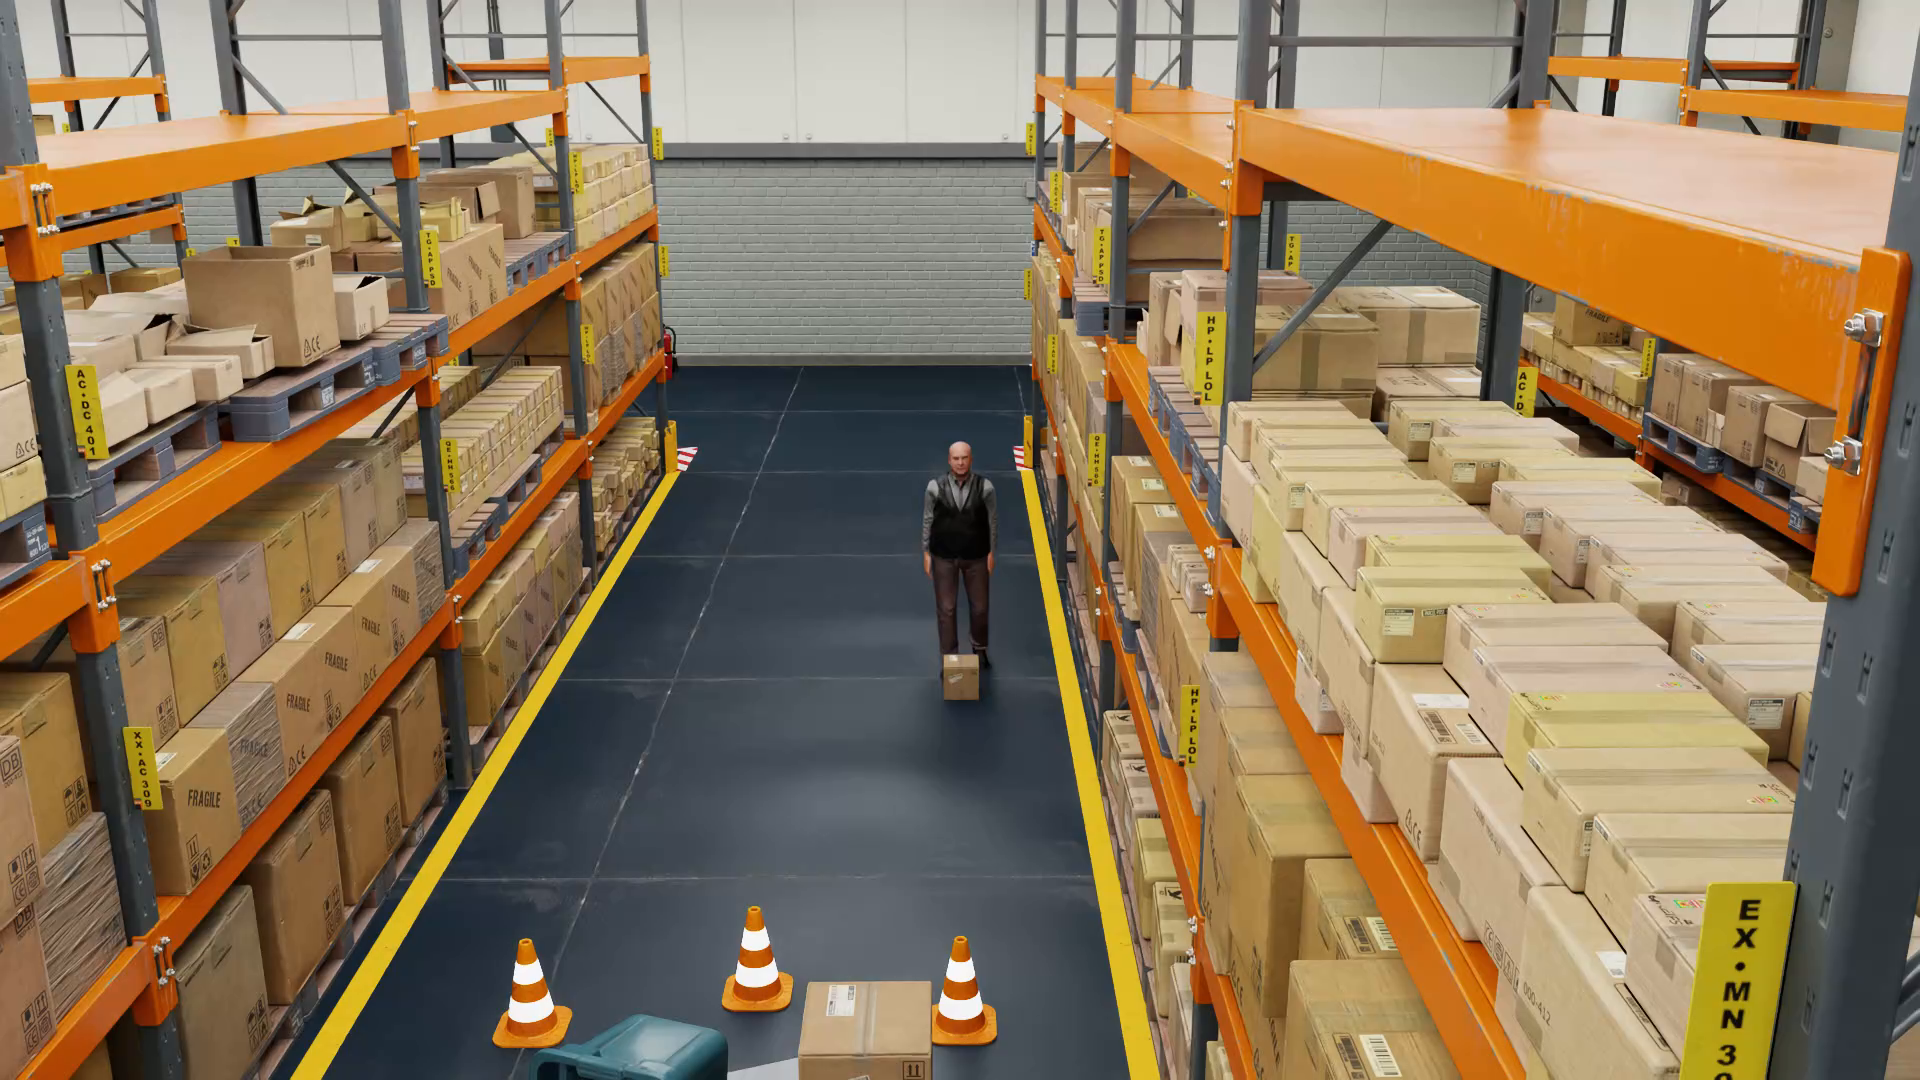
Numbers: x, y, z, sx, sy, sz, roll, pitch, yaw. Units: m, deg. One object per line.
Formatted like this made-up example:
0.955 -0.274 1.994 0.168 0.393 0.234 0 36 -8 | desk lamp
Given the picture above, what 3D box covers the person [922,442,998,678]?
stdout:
-0.002 0.191 12.151 0.556 1.663 0.561 0 17 -1 | person
